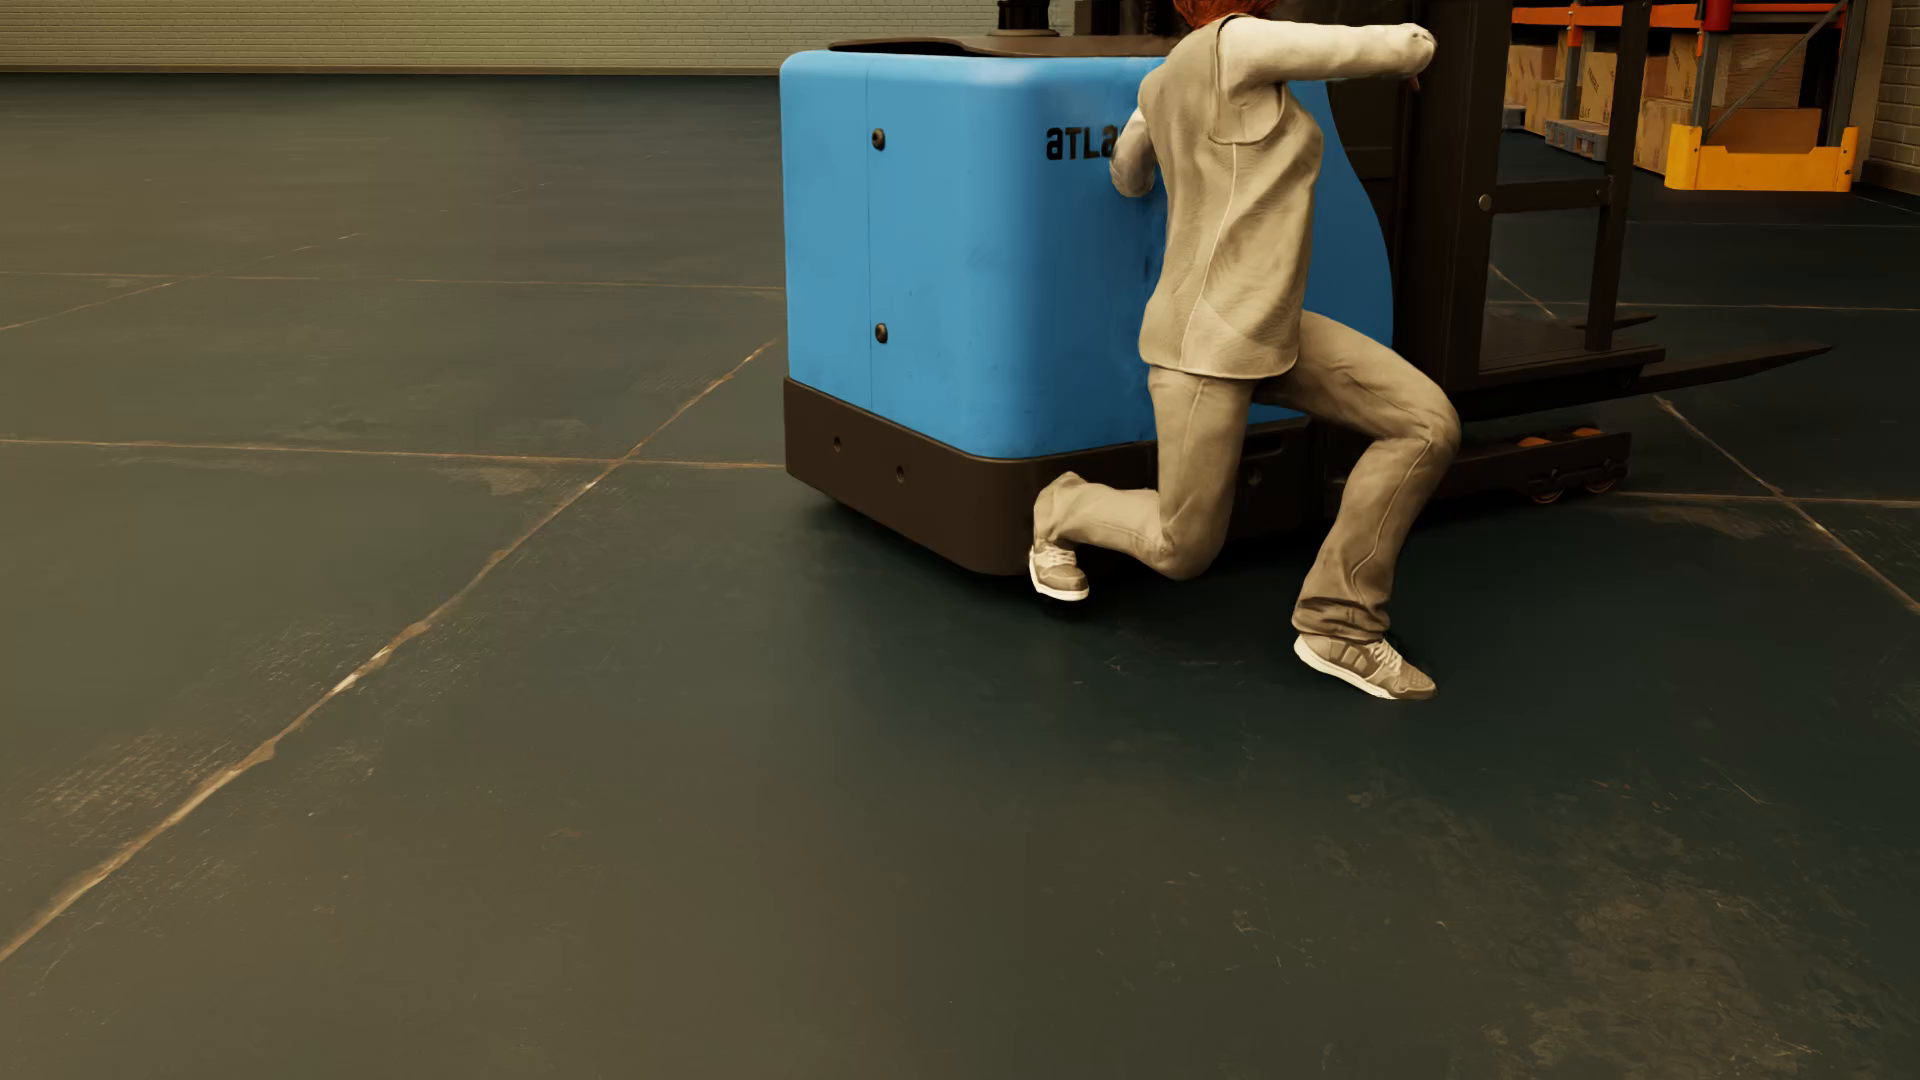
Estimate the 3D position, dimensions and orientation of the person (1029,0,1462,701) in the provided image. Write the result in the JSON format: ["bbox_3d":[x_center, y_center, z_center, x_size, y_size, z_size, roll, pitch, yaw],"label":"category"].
[{"bbox_3d":[0.529,-0.453,3.091,0.879,1.355,0.701,8,19,24],"label":"person"}]

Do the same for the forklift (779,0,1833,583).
[{"bbox_3d":[1.099,-1.611,4.061,3.031,2.935,1.130,-10,20,-29],"label":"forklift"}]
